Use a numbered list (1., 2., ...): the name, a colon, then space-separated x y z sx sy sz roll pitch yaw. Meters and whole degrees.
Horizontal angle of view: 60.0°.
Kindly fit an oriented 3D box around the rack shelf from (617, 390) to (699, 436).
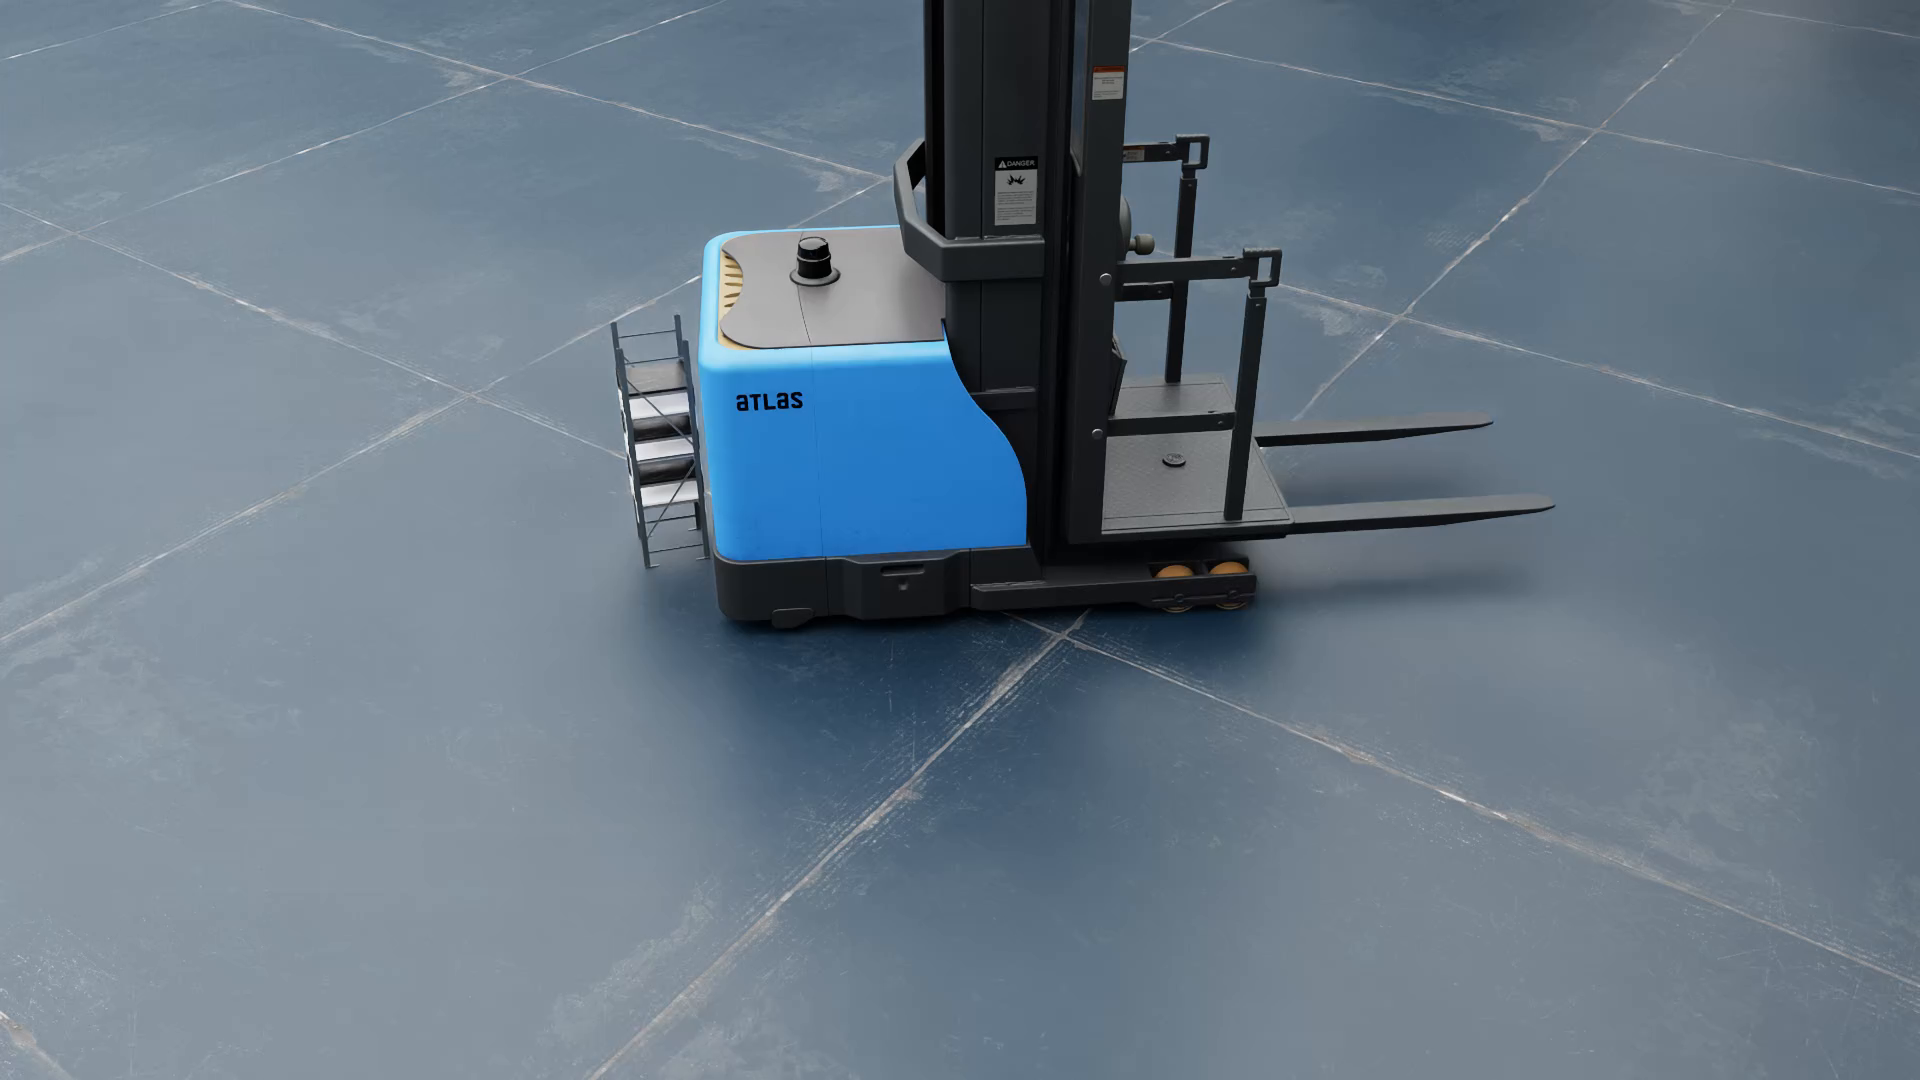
1. rack shelf: -1.067 -0.465 5.873 0.258 0.077 0.200 -9 35 -13

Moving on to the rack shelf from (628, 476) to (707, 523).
1. rack shelf: -1.067 -0.167 6.074 0.258 0.077 0.200 -9 35 -13

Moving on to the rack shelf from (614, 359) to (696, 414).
1. rack shelf: -1.067 -0.540 5.822 0.258 0.077 0.200 -9 35 -13

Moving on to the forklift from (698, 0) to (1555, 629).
1. forklift: 0.623 -1.251 5.483 3.031 2.935 1.130 -3 34 -5

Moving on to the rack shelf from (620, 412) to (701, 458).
1. rack shelf: -1.067 -0.391 5.923 0.258 0.077 0.200 -9 35 -13

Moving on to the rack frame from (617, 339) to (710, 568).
1. rack frame: -1.040 -0.289 5.874 0.240 0.900 0.006 -9 35 -13

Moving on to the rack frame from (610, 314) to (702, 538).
1. rack frame: -1.095 -0.398 6.036 0.240 0.900 0.006 -9 35 -13

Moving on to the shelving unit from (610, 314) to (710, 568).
1. shelving unit: -1.067 -0.344 5.955 0.258 0.900 0.210 -9 35 -13

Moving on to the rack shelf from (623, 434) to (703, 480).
1. rack shelf: -1.067 -0.316 5.973 0.258 0.077 0.200 -9 35 -13

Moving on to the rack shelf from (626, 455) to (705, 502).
1. rack shelf: -1.067 -0.241 6.024 0.258 0.077 0.200 -9 35 -13
